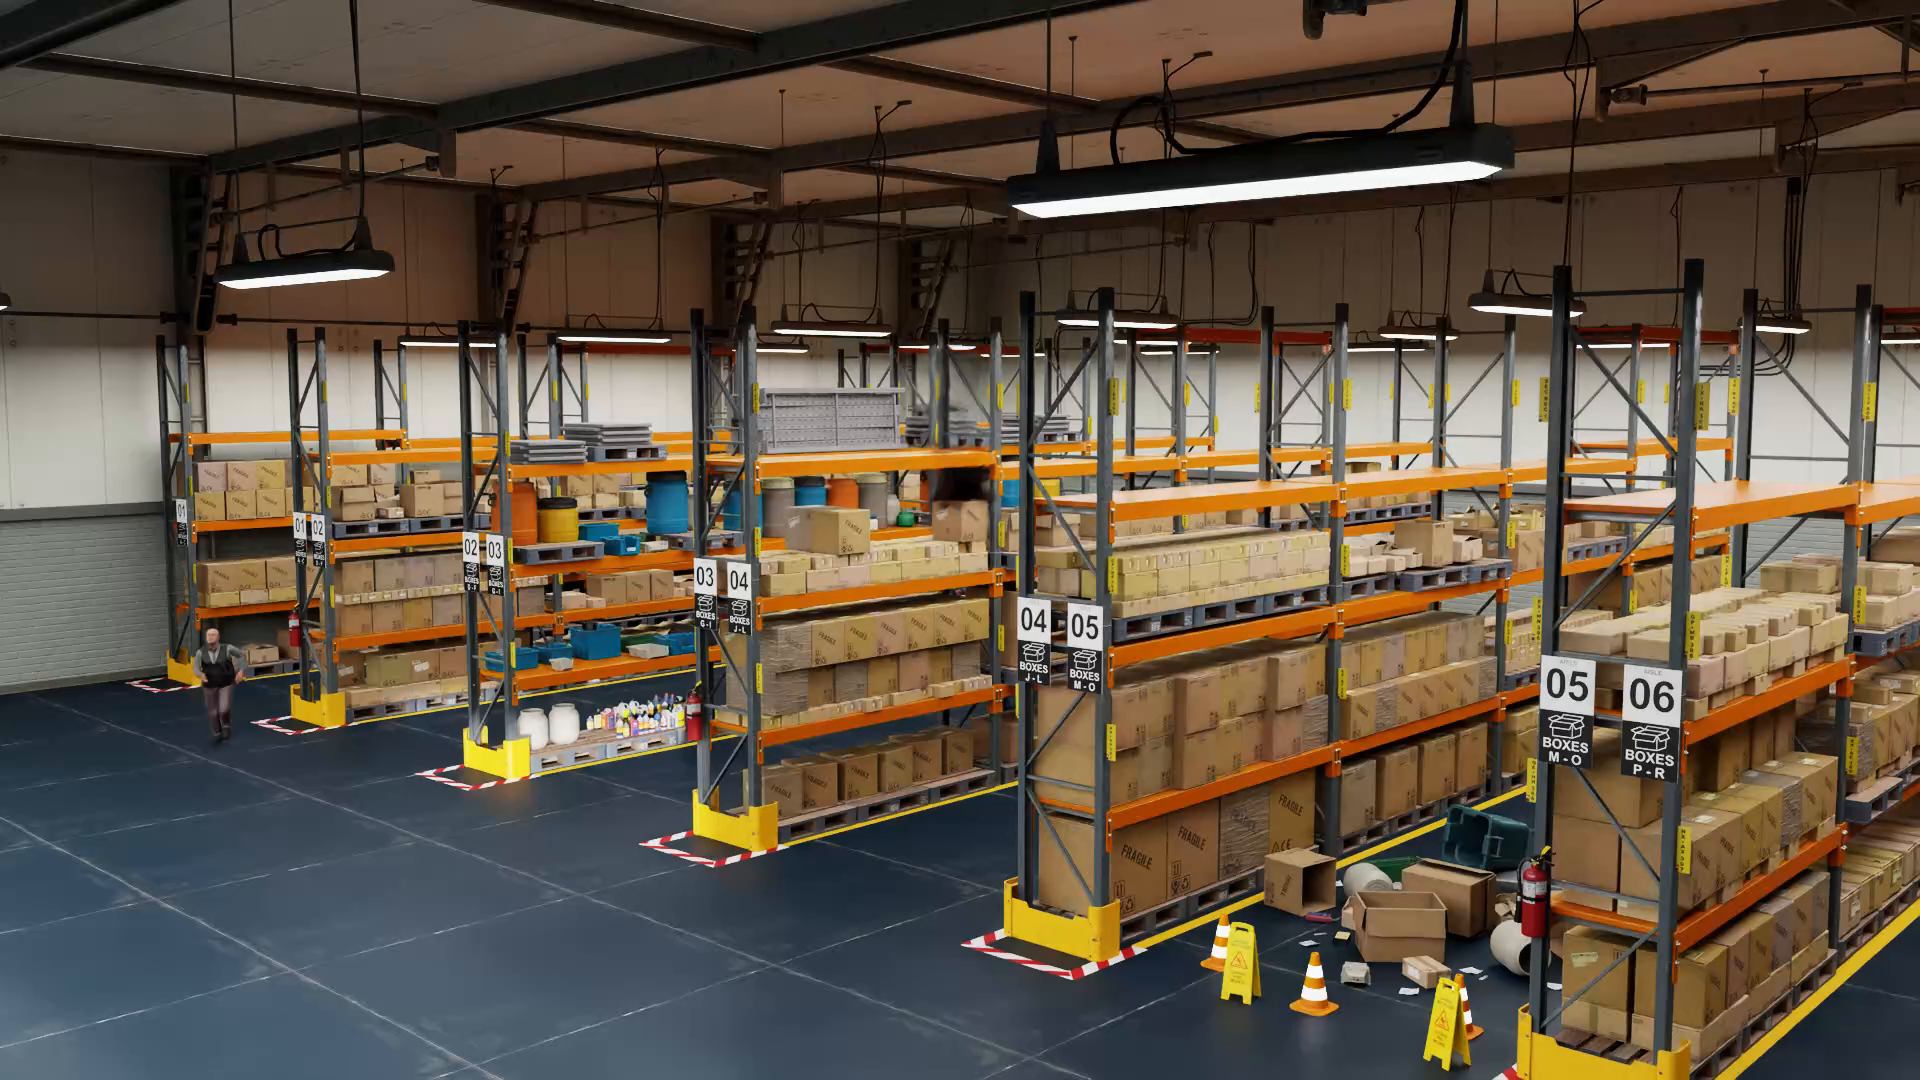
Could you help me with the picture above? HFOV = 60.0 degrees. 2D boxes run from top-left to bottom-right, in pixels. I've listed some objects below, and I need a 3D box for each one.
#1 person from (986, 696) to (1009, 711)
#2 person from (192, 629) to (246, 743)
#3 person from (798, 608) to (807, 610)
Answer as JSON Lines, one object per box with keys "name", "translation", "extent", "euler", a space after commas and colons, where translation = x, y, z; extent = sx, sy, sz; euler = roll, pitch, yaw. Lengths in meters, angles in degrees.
{"name": "person", "translation": [0.613, 2.088, 24.509], "extent": [0.516, 1.554, 0.529], "euler": [4, 7, 38]}
{"name": "person", "translation": [-10.567, 2.094, 23.706], "extent": [0.677, 1.677, 0.761], "euler": [-1, 5, -12]}
{"name": "person", "translation": [-2.737, 1.651, 28.183], "extent": [0.651, 1.755, 0.893], "euler": [4, 7, 38]}
